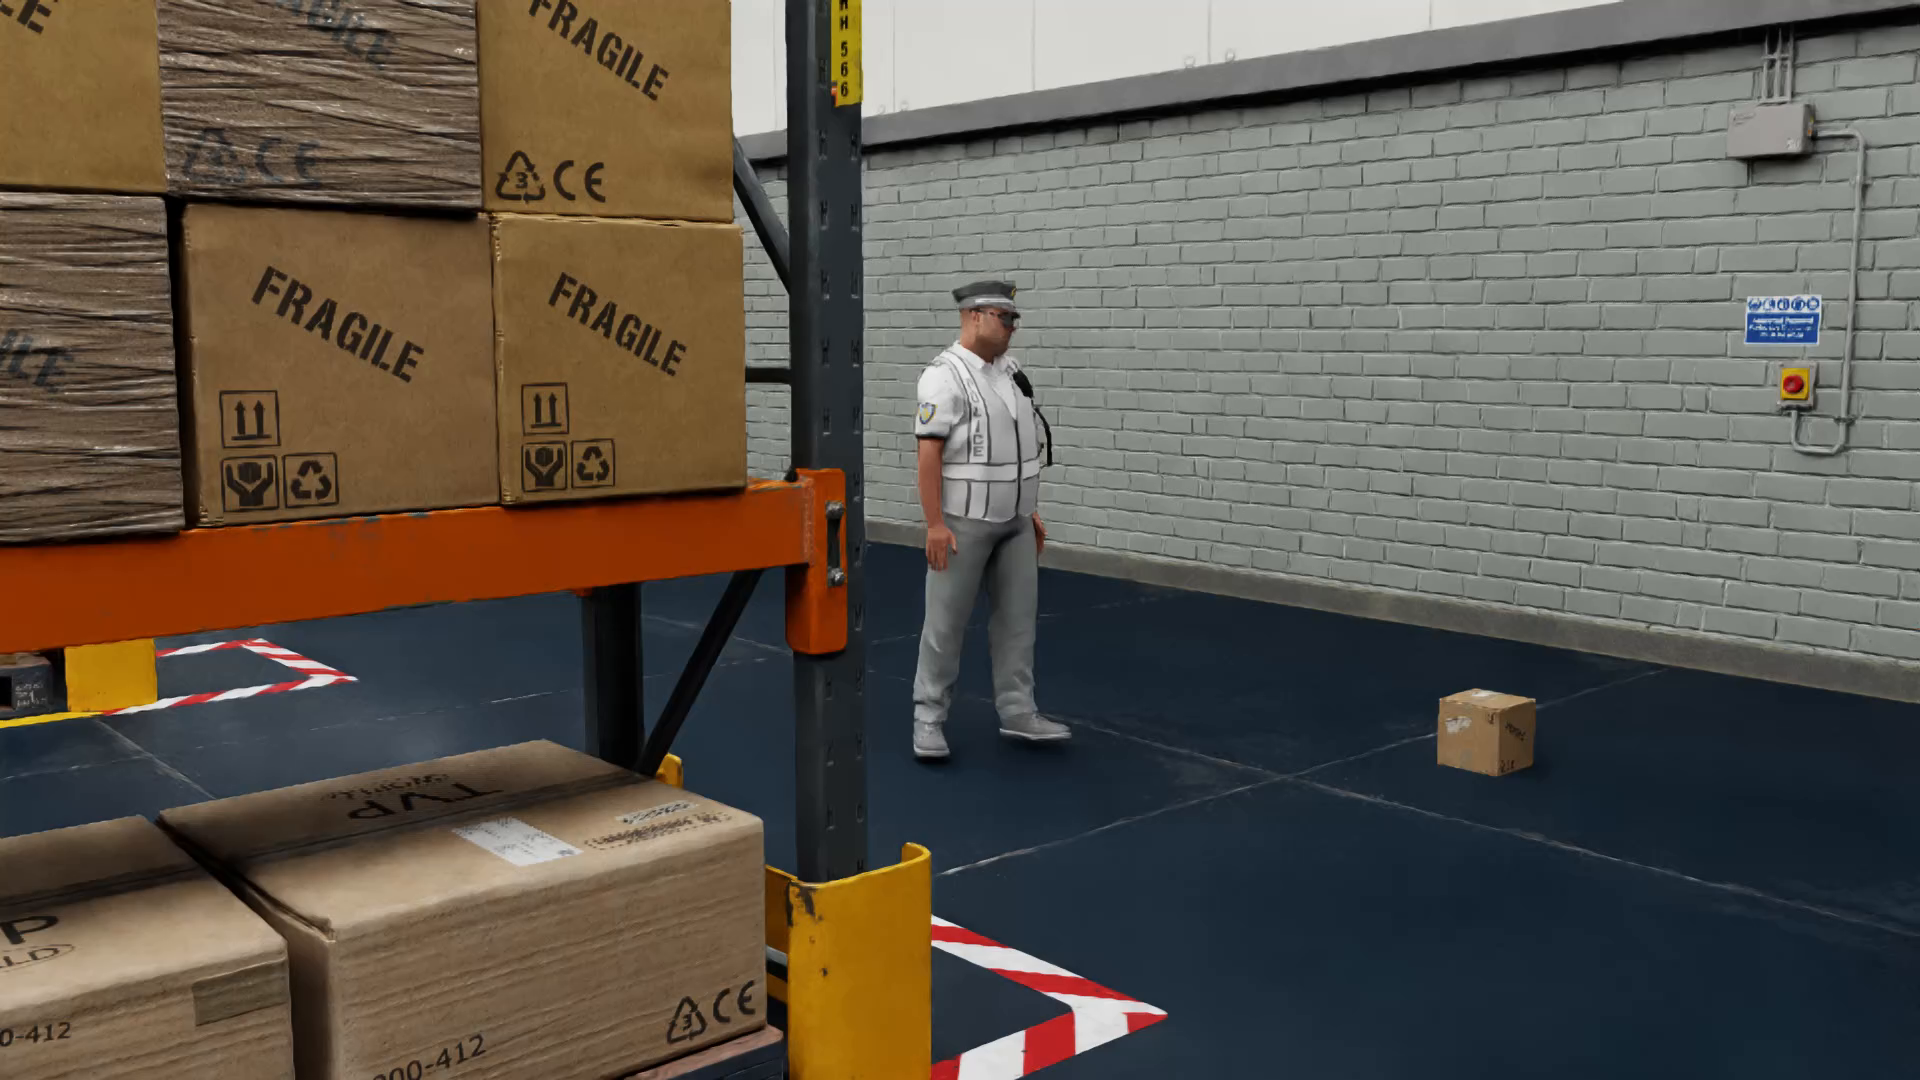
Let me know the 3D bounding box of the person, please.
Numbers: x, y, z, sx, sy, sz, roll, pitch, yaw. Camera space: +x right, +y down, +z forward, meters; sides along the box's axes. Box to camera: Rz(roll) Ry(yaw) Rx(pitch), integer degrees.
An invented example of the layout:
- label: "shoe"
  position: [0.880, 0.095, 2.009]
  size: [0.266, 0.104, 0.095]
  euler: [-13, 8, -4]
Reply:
- label: "person"
  position: [0.110, -0.085, 6.215]
  size: [0.627, 1.755, 0.515]
  euler: [-7, 10, -44]
